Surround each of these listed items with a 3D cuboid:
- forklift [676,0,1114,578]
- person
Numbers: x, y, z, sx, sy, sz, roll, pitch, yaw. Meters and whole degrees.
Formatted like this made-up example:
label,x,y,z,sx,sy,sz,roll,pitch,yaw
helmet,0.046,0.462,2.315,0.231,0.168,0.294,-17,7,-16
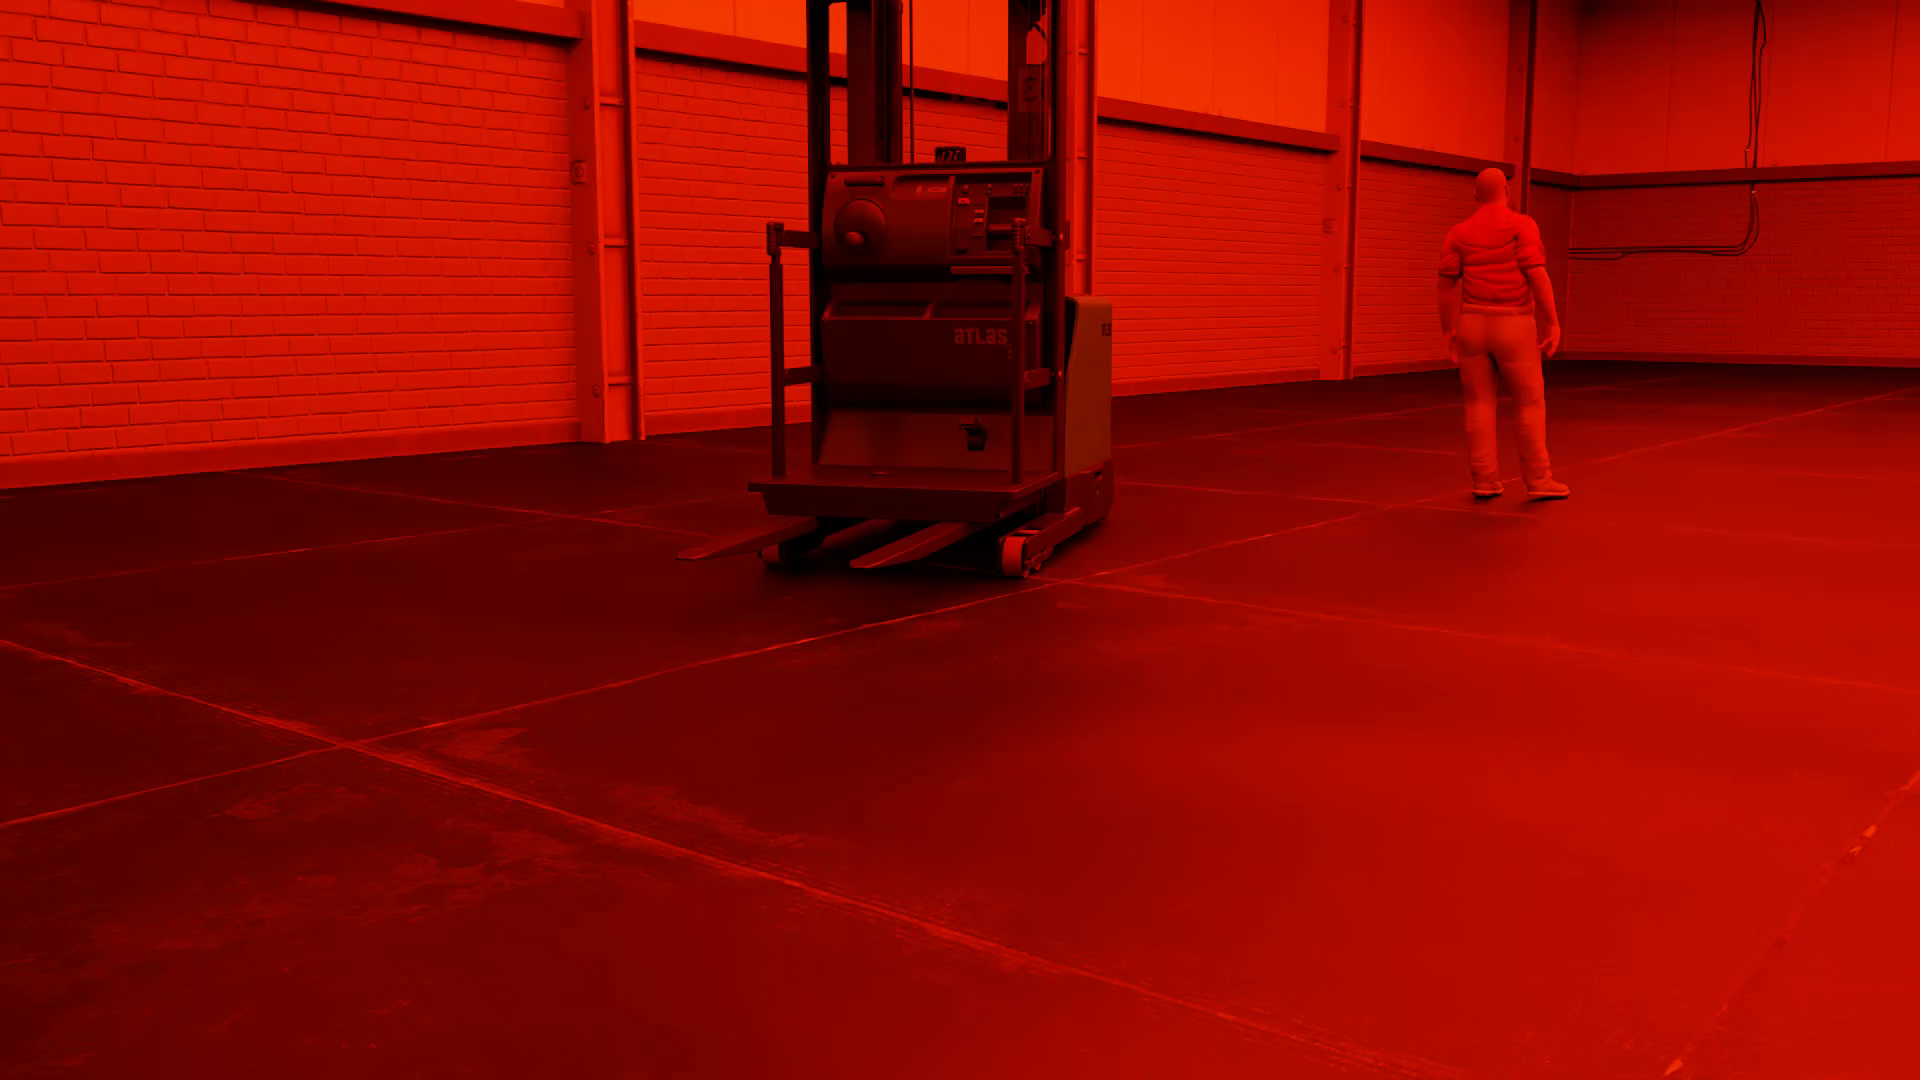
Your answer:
label,x,y,z,sx,sy,sz,roll,pitch,yaw
forklift,-0.176,-1.366,6.616,1.130,2.935,3.031,3,9,17
person,2.901,-1.094,8.863,0.640,1.727,0.551,7,11,39
